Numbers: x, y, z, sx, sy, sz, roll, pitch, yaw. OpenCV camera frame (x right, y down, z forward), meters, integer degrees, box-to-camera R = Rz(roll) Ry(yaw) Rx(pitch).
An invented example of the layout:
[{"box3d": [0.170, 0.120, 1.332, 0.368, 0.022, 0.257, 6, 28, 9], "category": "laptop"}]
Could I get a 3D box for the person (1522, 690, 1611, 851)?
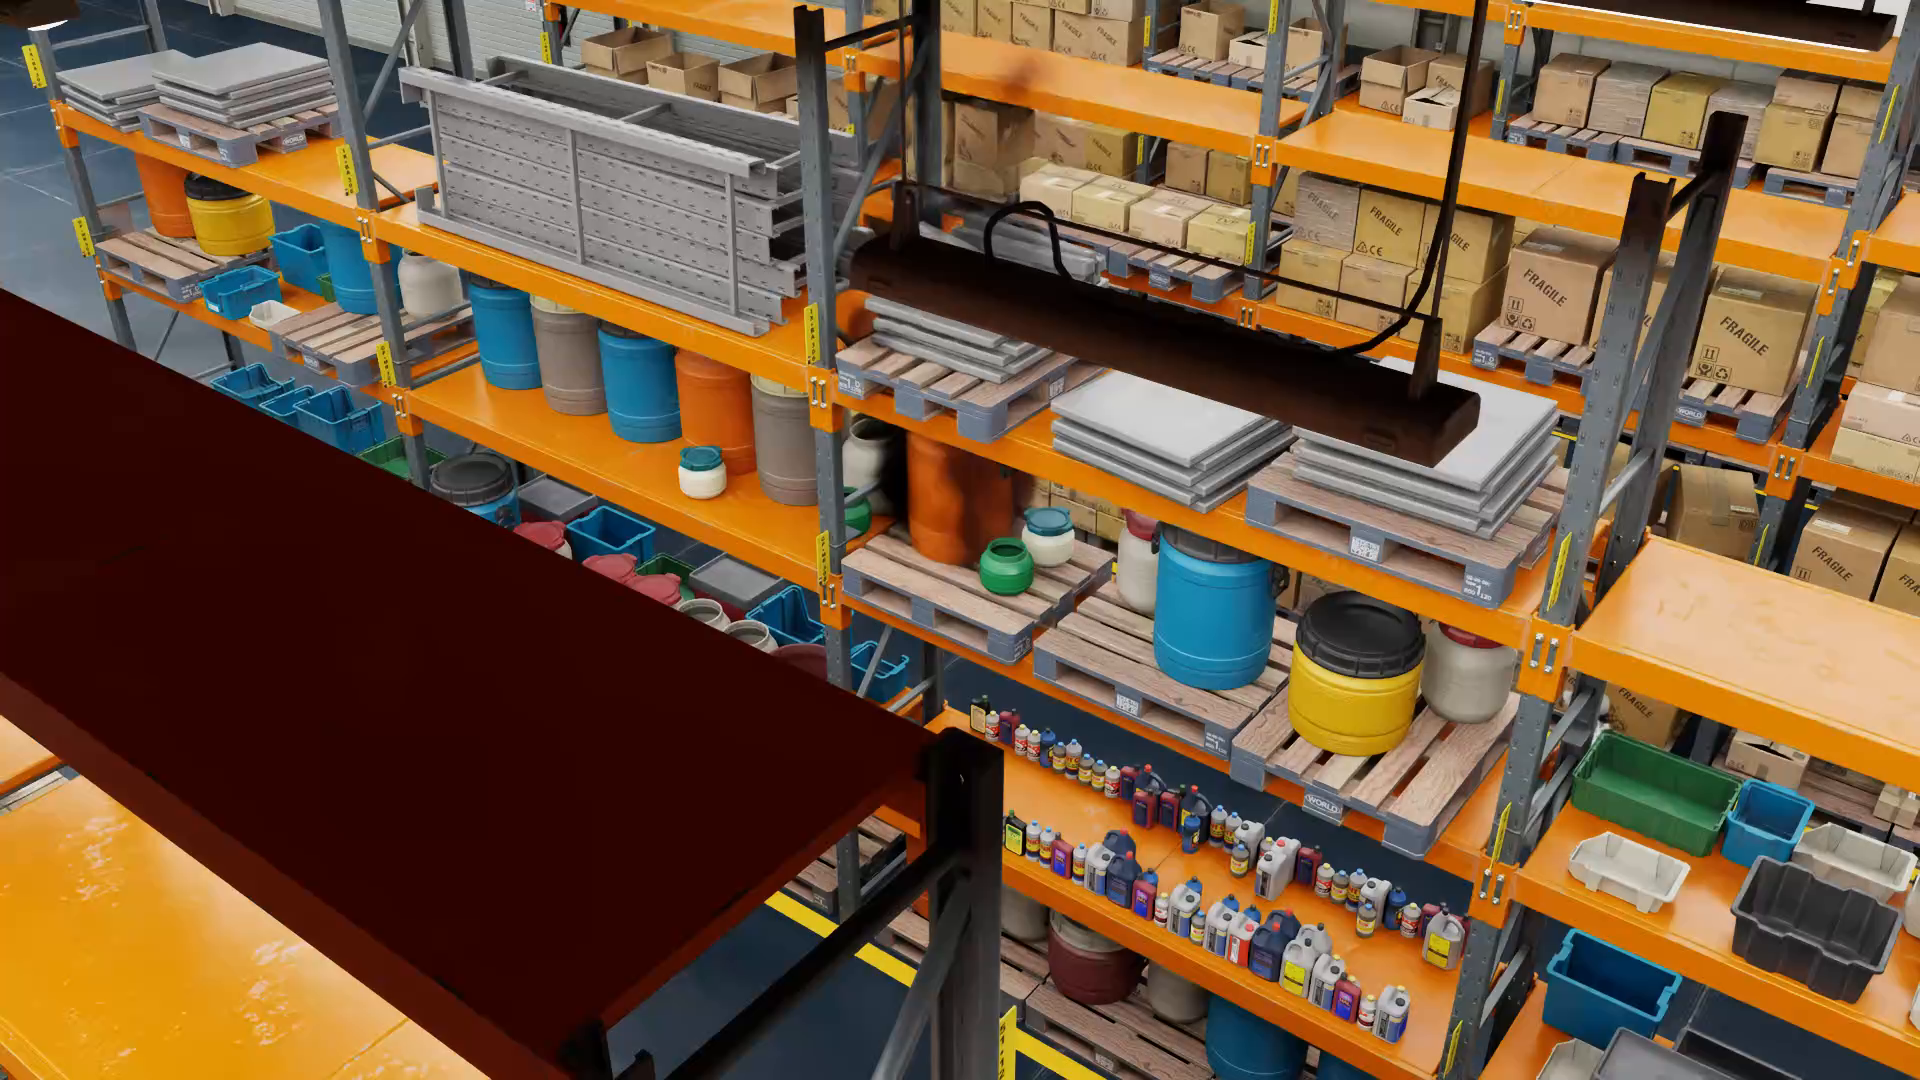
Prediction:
[{"box3d": [3.978, 1.626, 10.869, 0.510, 1.578, 0.581, 16, 35, 25], "category": "person"}]
